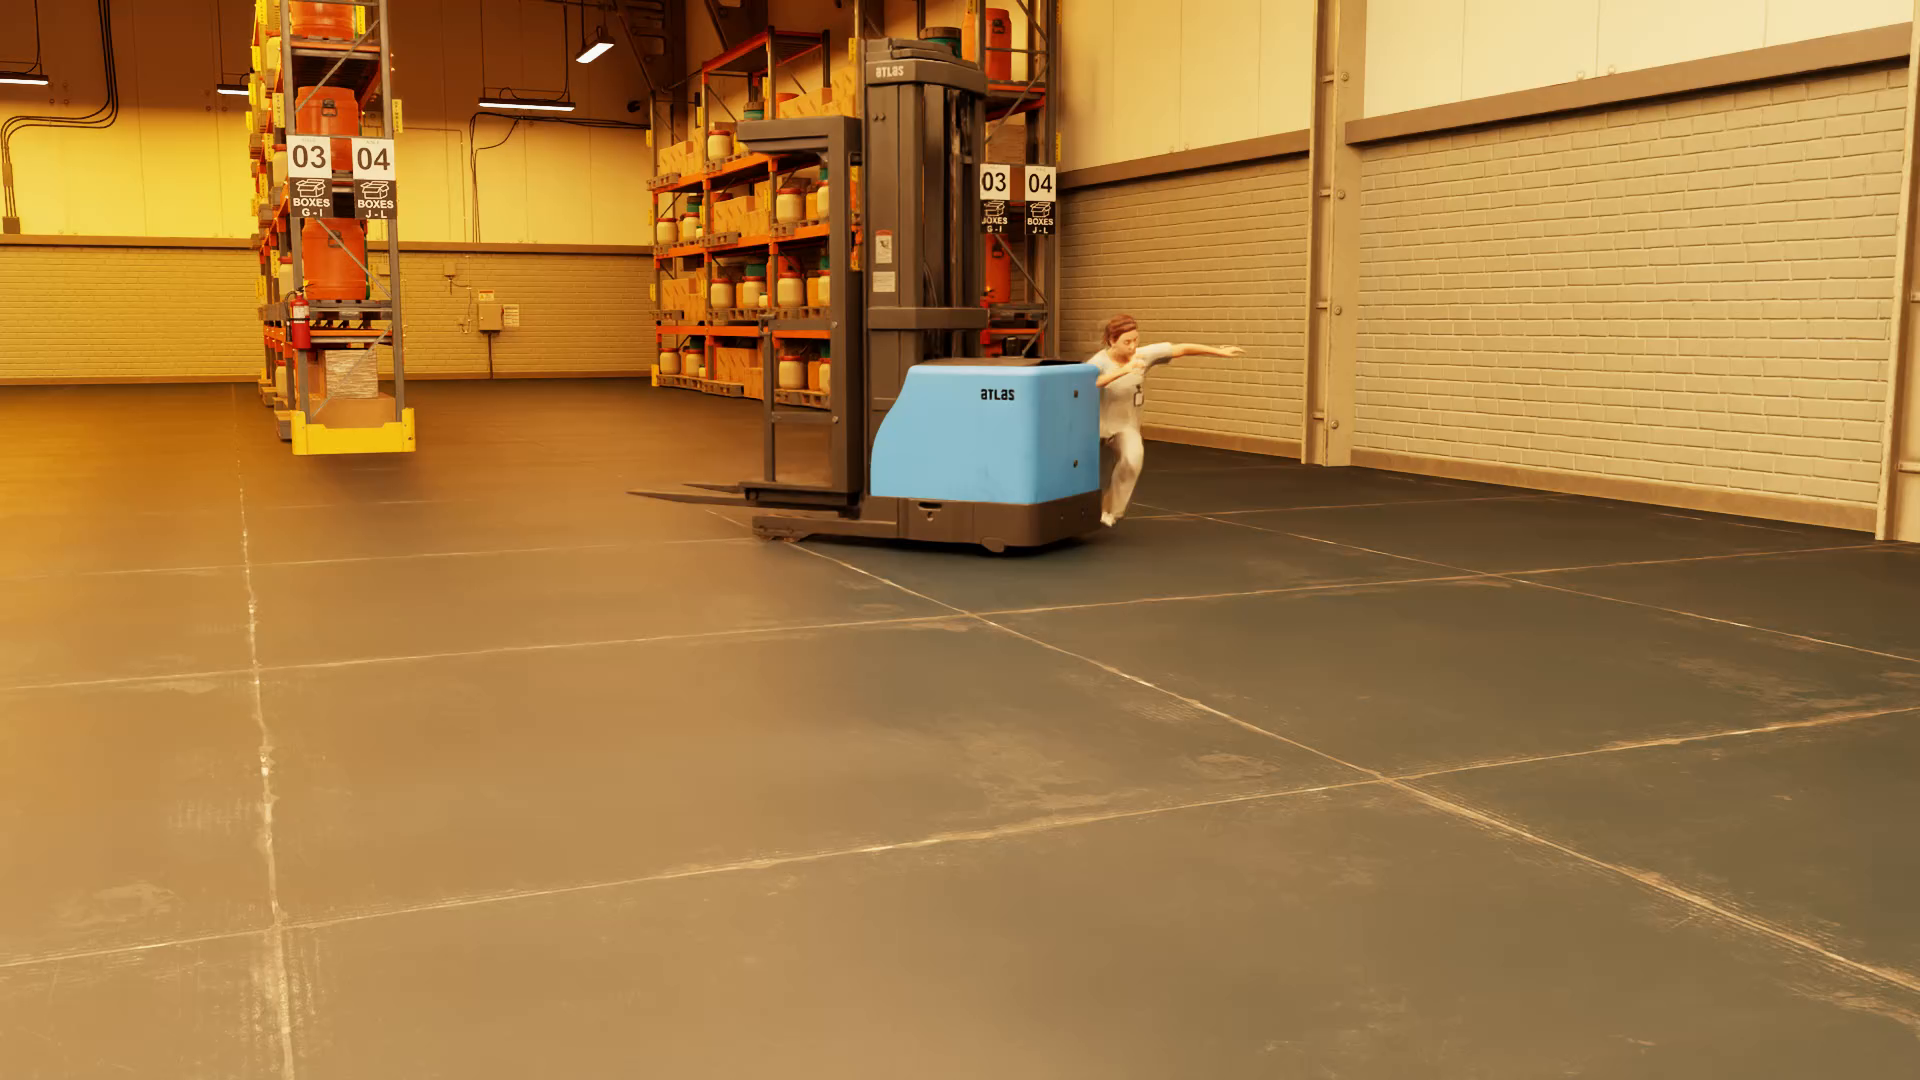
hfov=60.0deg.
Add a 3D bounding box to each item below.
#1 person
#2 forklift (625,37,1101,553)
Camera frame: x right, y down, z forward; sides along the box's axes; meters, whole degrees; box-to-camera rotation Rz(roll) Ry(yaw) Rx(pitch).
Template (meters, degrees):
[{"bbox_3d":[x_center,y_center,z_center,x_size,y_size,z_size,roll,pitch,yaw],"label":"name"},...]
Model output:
[{"bbox_3d":[1.058,-0.692,10.220,1.455,1.381,0.700,-1,8,-8],"label":"person"},{"bbox_3d":[-0.688,-1.491,10.250,3.031,2.935,1.130,4,8,27],"label":"forklift"}]
